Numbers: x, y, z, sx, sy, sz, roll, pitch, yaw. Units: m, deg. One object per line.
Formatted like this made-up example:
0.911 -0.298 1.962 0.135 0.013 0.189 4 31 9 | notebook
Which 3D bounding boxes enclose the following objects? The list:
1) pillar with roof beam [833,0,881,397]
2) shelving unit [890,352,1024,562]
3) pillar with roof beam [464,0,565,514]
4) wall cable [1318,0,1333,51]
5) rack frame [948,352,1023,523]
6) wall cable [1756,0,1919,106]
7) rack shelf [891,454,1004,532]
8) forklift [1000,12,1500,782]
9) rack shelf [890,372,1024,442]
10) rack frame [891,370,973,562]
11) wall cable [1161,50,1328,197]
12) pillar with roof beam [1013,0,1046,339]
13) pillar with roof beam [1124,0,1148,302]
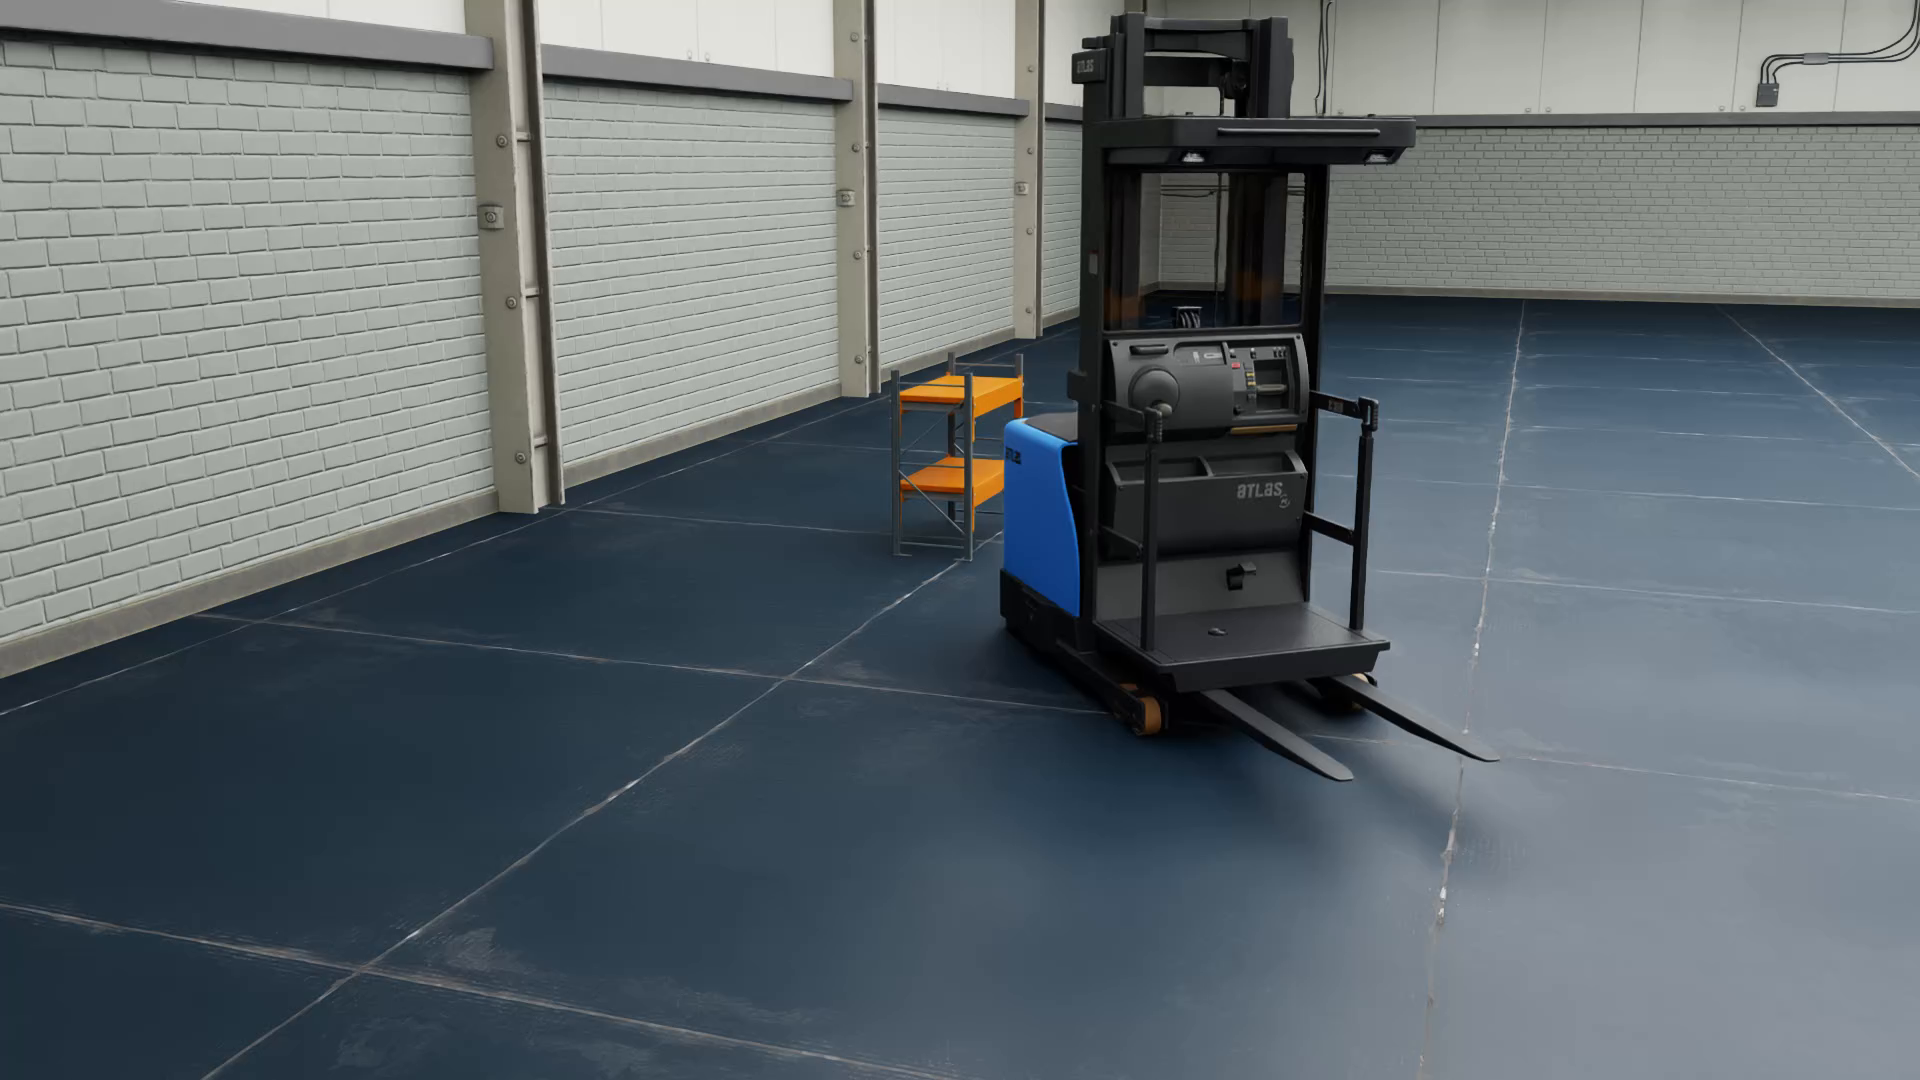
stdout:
3.048 -5.570 14.668 9.100 9.000 0.400 4 14 18 | pillar with roof beam
-0.002 -0.547 10.357 0.538 1.125 1.048 4 14 18 | shelving unit
1.107 -4.307 9.133 9.100 9.000 0.400 4 14 18 | pillar with roof beam
7.621 -9.685 28.327 3.097 2.526 0.112 4 14 18 | wall cable
0.162 -0.654 10.825 0.500 1.125 0.032 4 14 18 | rack frame
14.039 -9.903 26.009 2.305 6.003 0.169 4 14 18 | wall cable
-0.002 -0.309 10.411 0.538 0.278 1.000 4 14 18 | rack shelf
1.157 -0.714 7.031 1.130 2.935 3.031 -4 14 -18 | forklift
-0.002 -0.832 10.291 0.538 0.278 1.000 4 14 18 | rack shelf
-0.167 -0.440 9.888 0.500 1.125 0.032 4 14 18 | rack frame
5.062 -7.418 29.742 3.097 2.526 0.112 4 14 18 | wall cable
4.989 -6.833 20.203 9.100 9.000 0.400 4 14 18 | pillar with roof beam
6.931 -8.097 25.738 9.100 9.000 0.400 4 14 18 | pillar with roof beam
